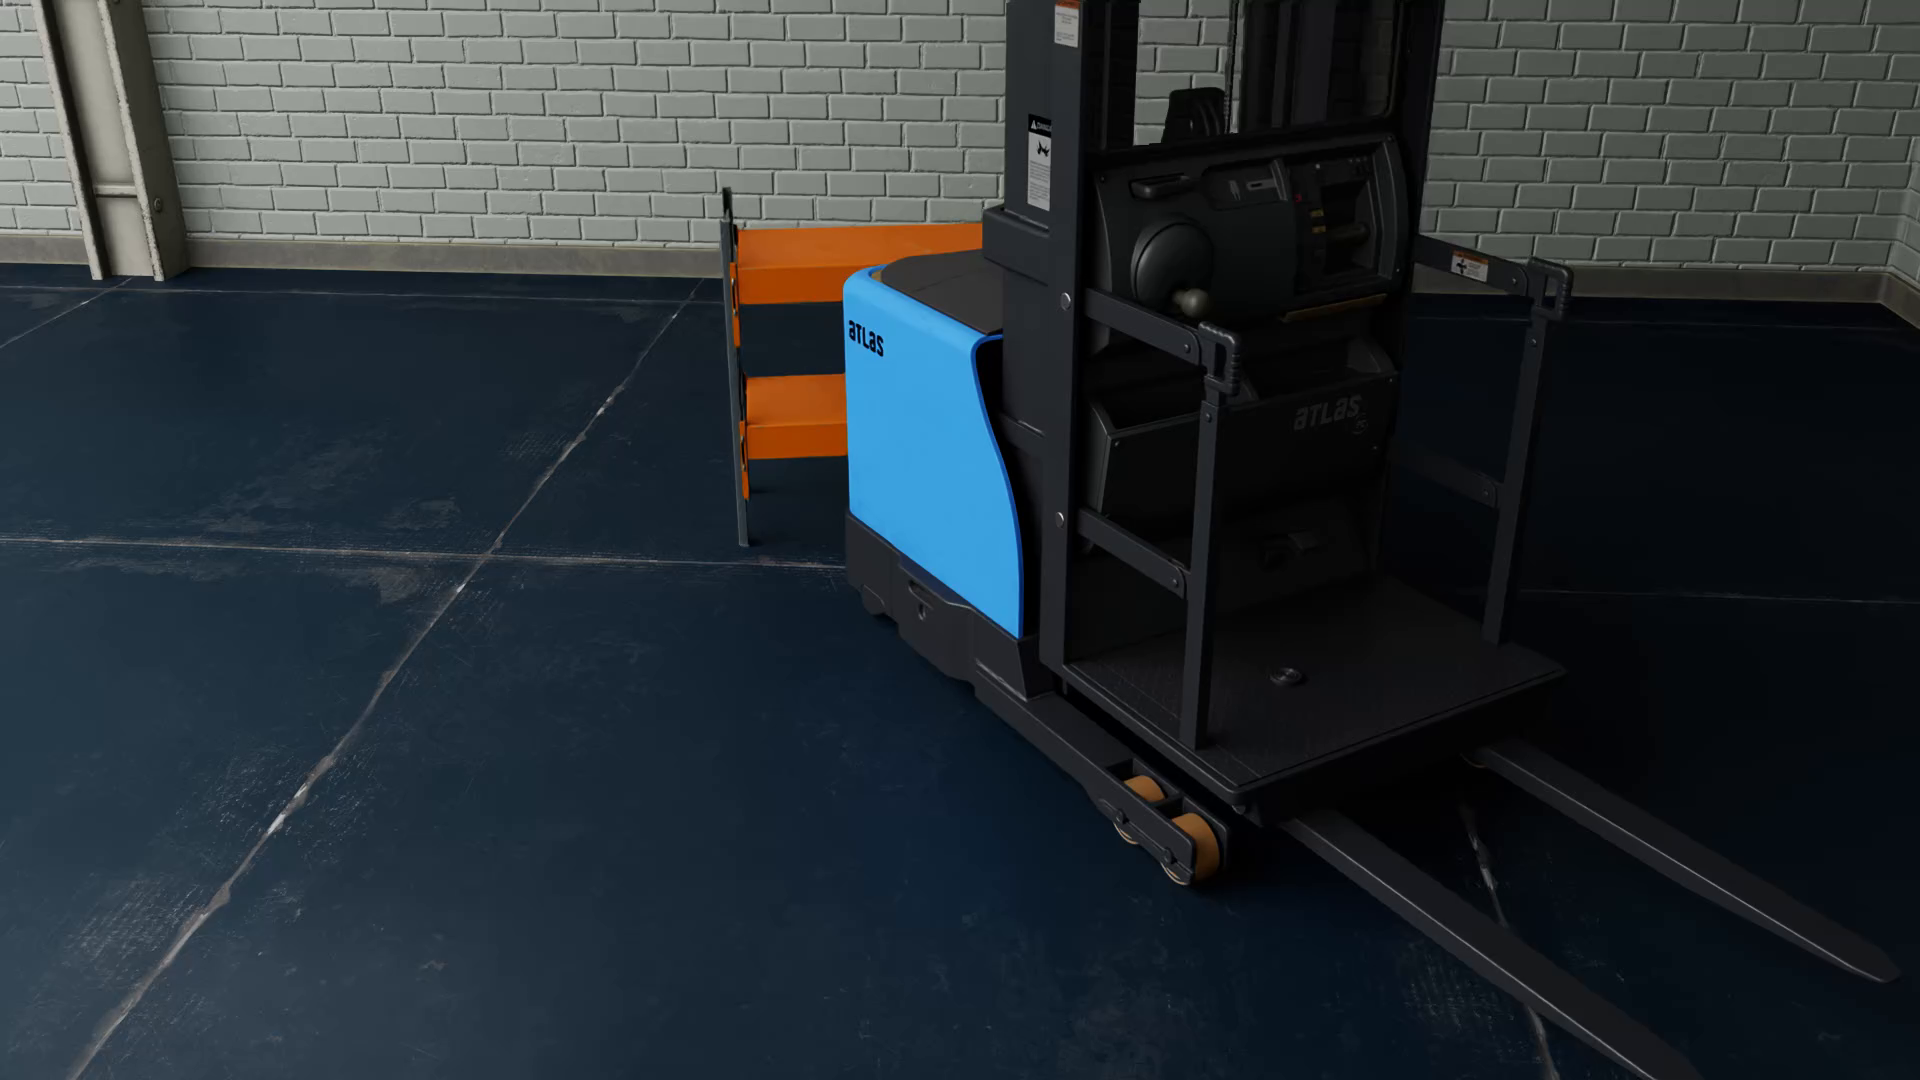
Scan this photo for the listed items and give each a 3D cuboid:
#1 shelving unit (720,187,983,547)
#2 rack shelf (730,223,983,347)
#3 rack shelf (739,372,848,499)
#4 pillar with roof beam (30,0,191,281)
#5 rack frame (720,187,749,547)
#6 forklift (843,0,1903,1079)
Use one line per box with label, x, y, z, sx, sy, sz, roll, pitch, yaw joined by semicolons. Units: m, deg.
shelving unit;-0.264;-0.617;5.745;1.048;1.125;0.538;-3;25;-6
rack shelf;-0.264;-0.883;5.622;1.000;0.278;0.538;-3;25;-6
rack shelf;-0.264;-0.395;5.847;1.000;0.278;0.538;-3;25;-6
pillar with roof beam;-4.674;-3.719;3.067;0.400;9.000;9.100;2;25;4
rack frame;-0.769;-0.593;5.693;0.032;1.125;0.500;-3;25;-6
forklift;0.827;-0.732;3.834;1.130;2.935;3.031;-14;28;-28
